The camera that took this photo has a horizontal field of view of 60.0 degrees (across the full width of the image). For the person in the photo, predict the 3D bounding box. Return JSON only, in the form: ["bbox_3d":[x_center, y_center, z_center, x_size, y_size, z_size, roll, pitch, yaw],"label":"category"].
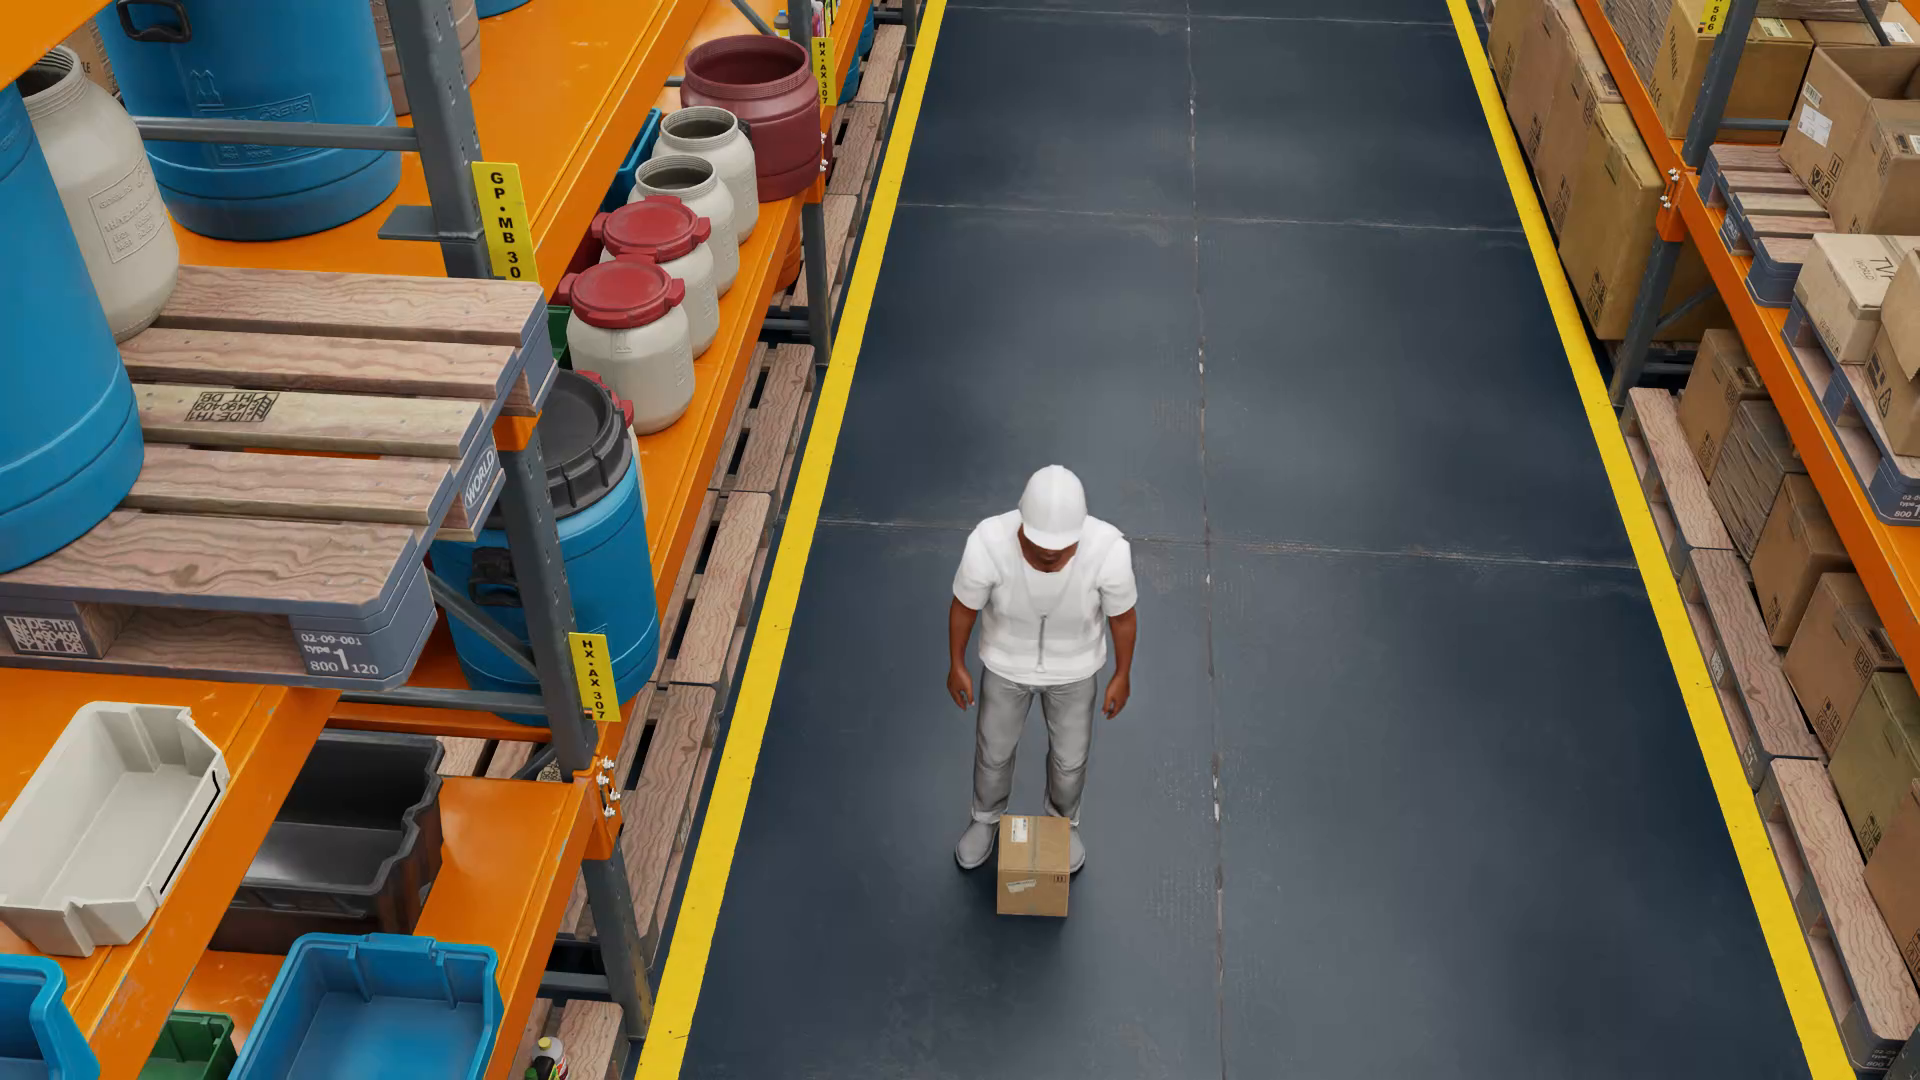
[{"bbox_3d":[0.269,0.439,5.615,0.628,1.761,0.461,3,40,4],"label":"person"}]
